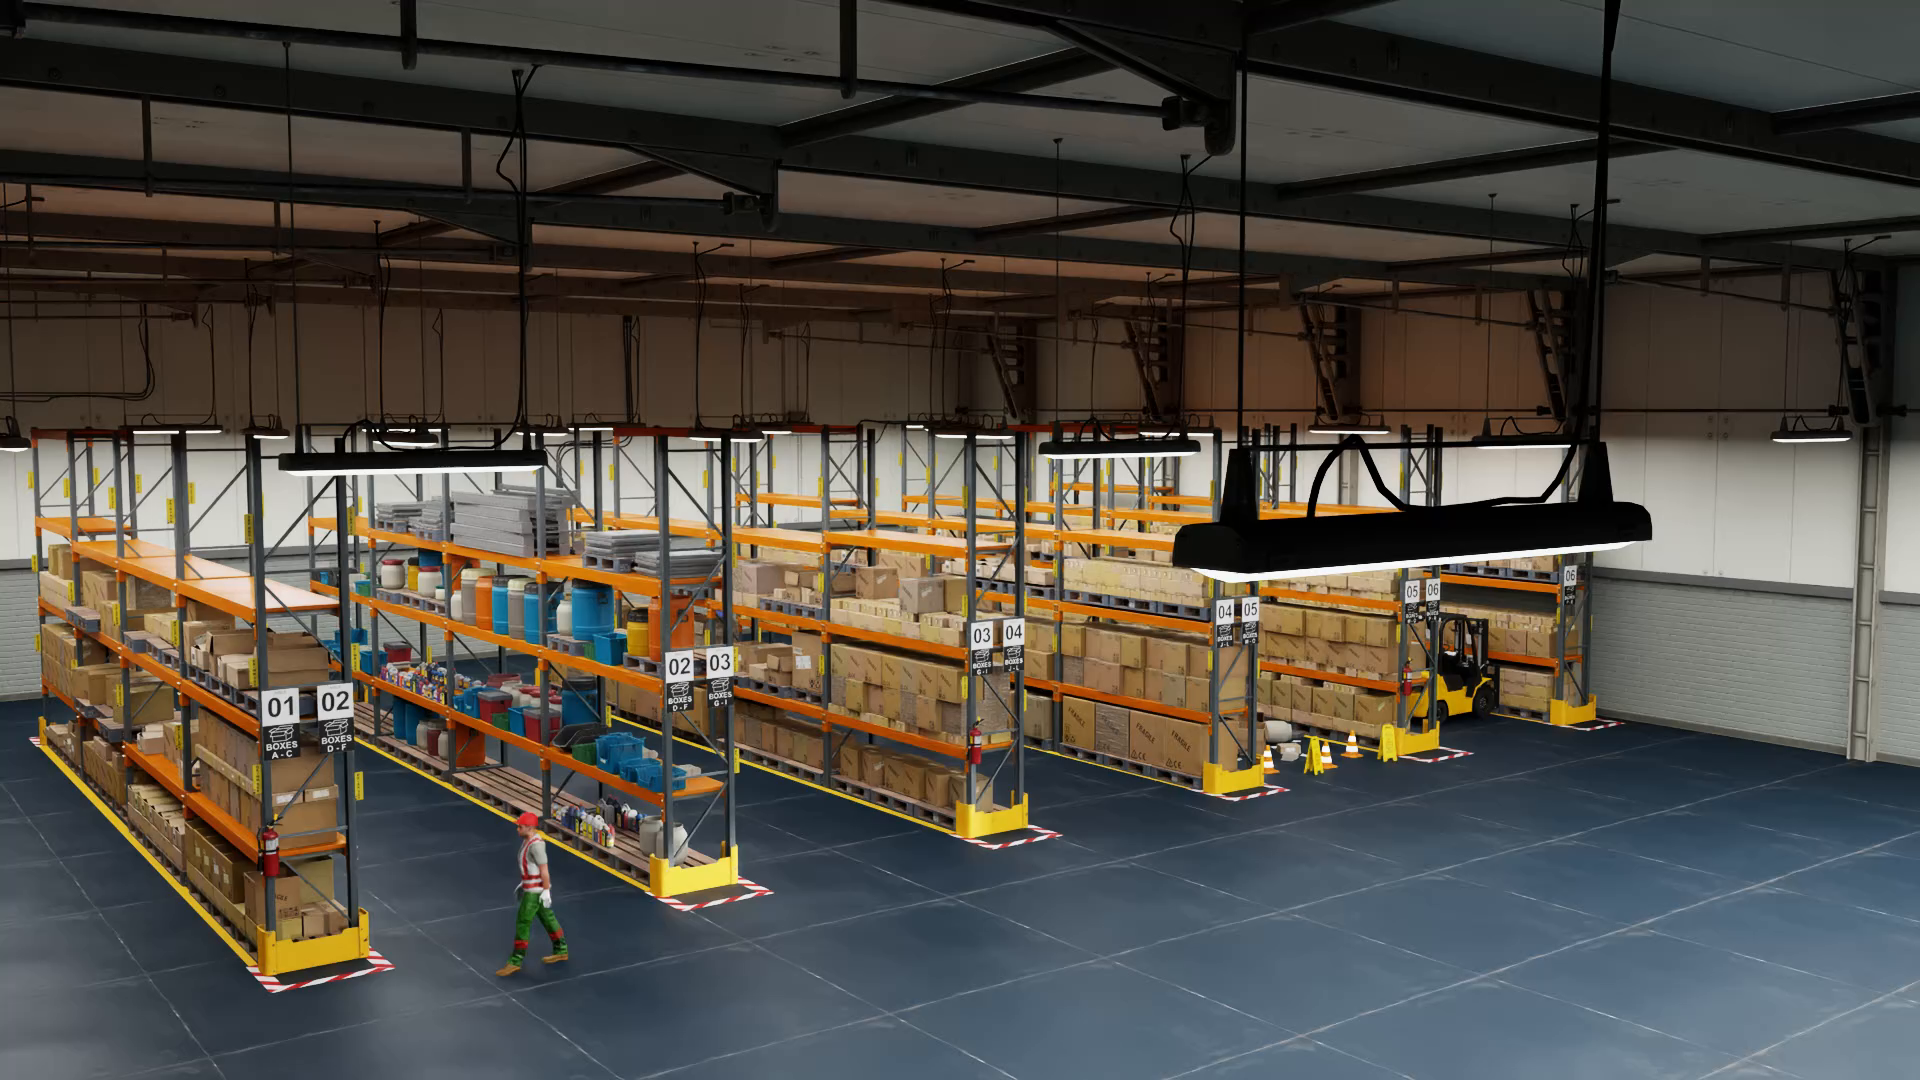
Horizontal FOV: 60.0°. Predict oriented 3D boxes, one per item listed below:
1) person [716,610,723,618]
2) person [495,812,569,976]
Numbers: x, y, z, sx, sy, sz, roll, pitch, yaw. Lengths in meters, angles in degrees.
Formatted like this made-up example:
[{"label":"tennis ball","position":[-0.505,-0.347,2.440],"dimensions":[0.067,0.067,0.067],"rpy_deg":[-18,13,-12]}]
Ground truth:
[{"label":"person","position":[-5.984,2.258,41.710],"dimensions":[0.465,1.604,0.930],"rpy_deg":[0,4,4]},{"label":"person","position":[-4.866,3.960,18.833],"dimensions":[0.822,1.765,0.557],"rpy_deg":[-1,5,-17]}]
